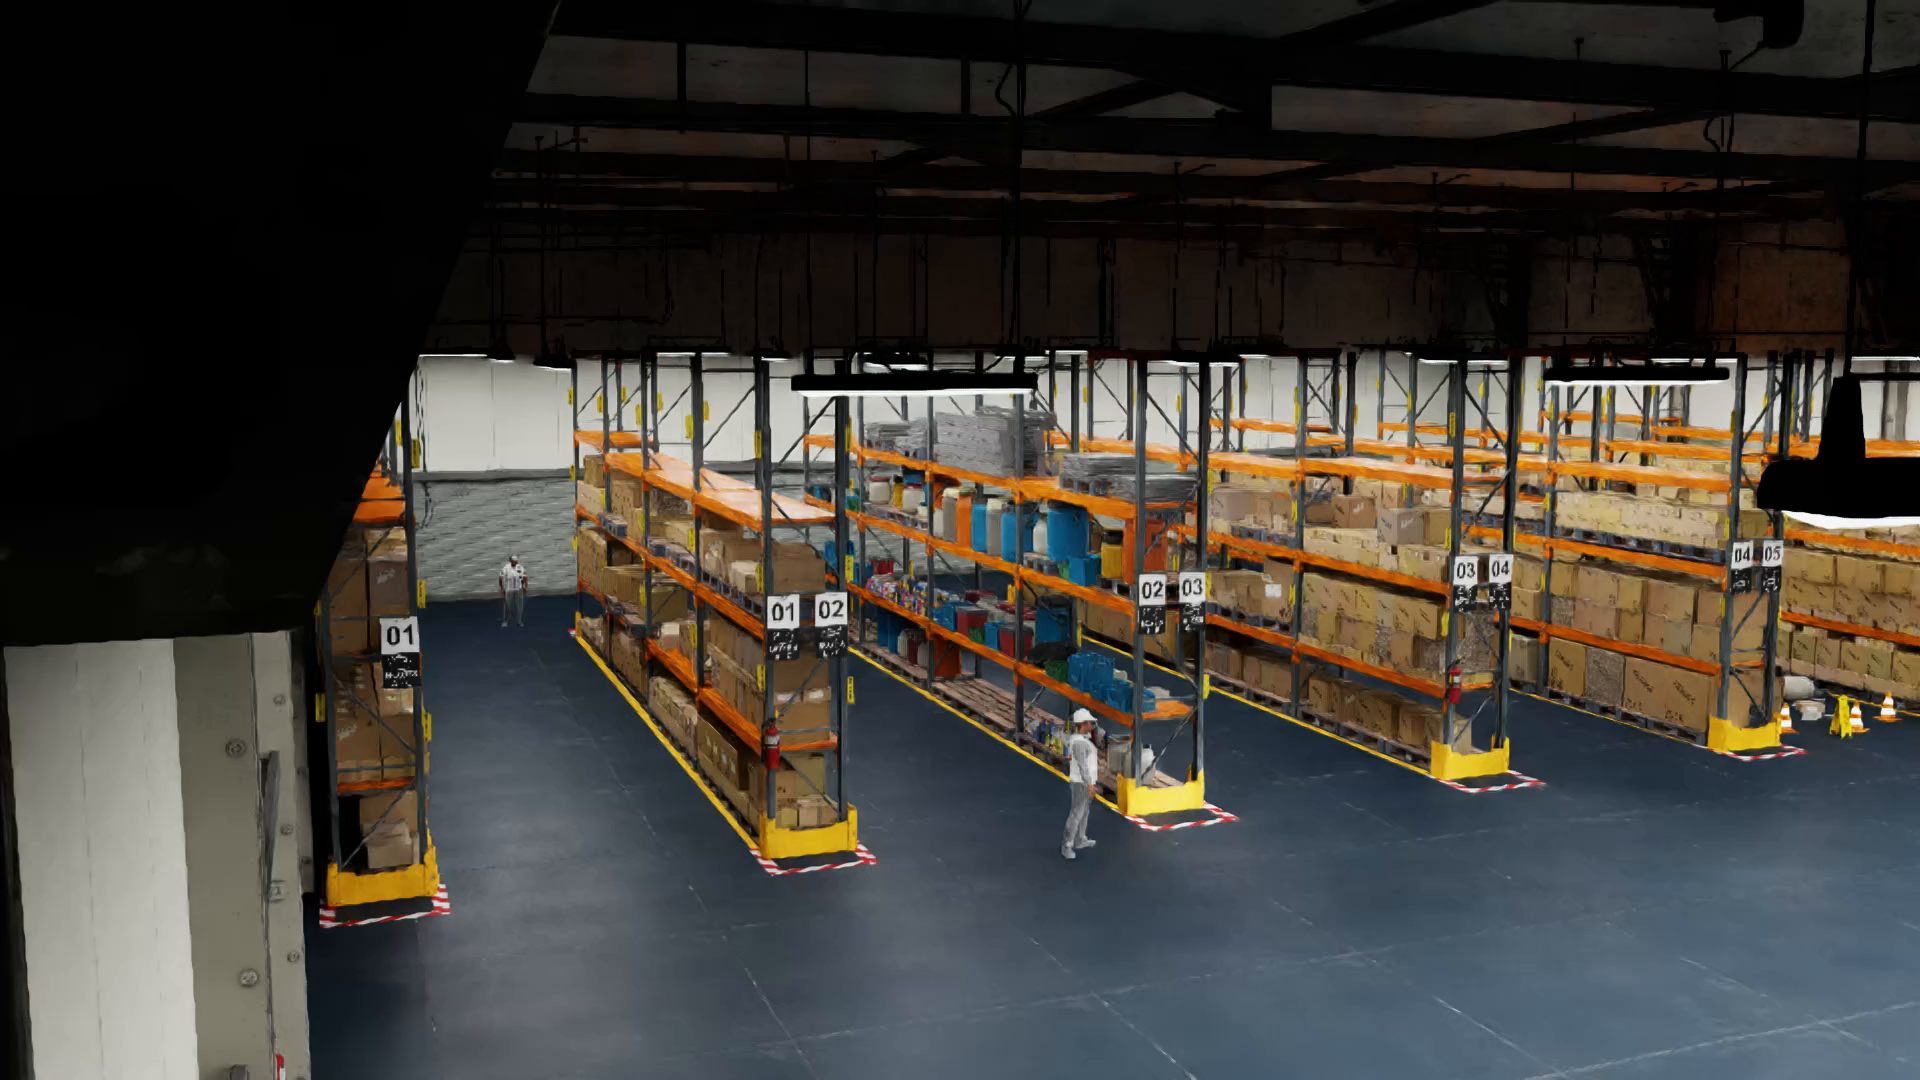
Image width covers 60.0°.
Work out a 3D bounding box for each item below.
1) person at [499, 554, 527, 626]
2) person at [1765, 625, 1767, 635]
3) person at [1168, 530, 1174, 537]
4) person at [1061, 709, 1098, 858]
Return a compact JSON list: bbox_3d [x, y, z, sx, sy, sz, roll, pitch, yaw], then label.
[{"bbox_3d":[-9.638,1.073,35.892,0.592,1.629,0.531,-3,8,-22],"label":"person"},{"bbox_3d":[16.330,1.274,33.913,0.569,1.668,0.562,1,7,9],"label":"person"},{"bbox_3d":[5.363,0.088,43.266,0.675,1.718,0.809,-6,9,-39],"label":"person"},{"bbox_3d":[1.462,2.946,20.240,0.434,1.766,0.687,1,7,6],"label":"person"}]
